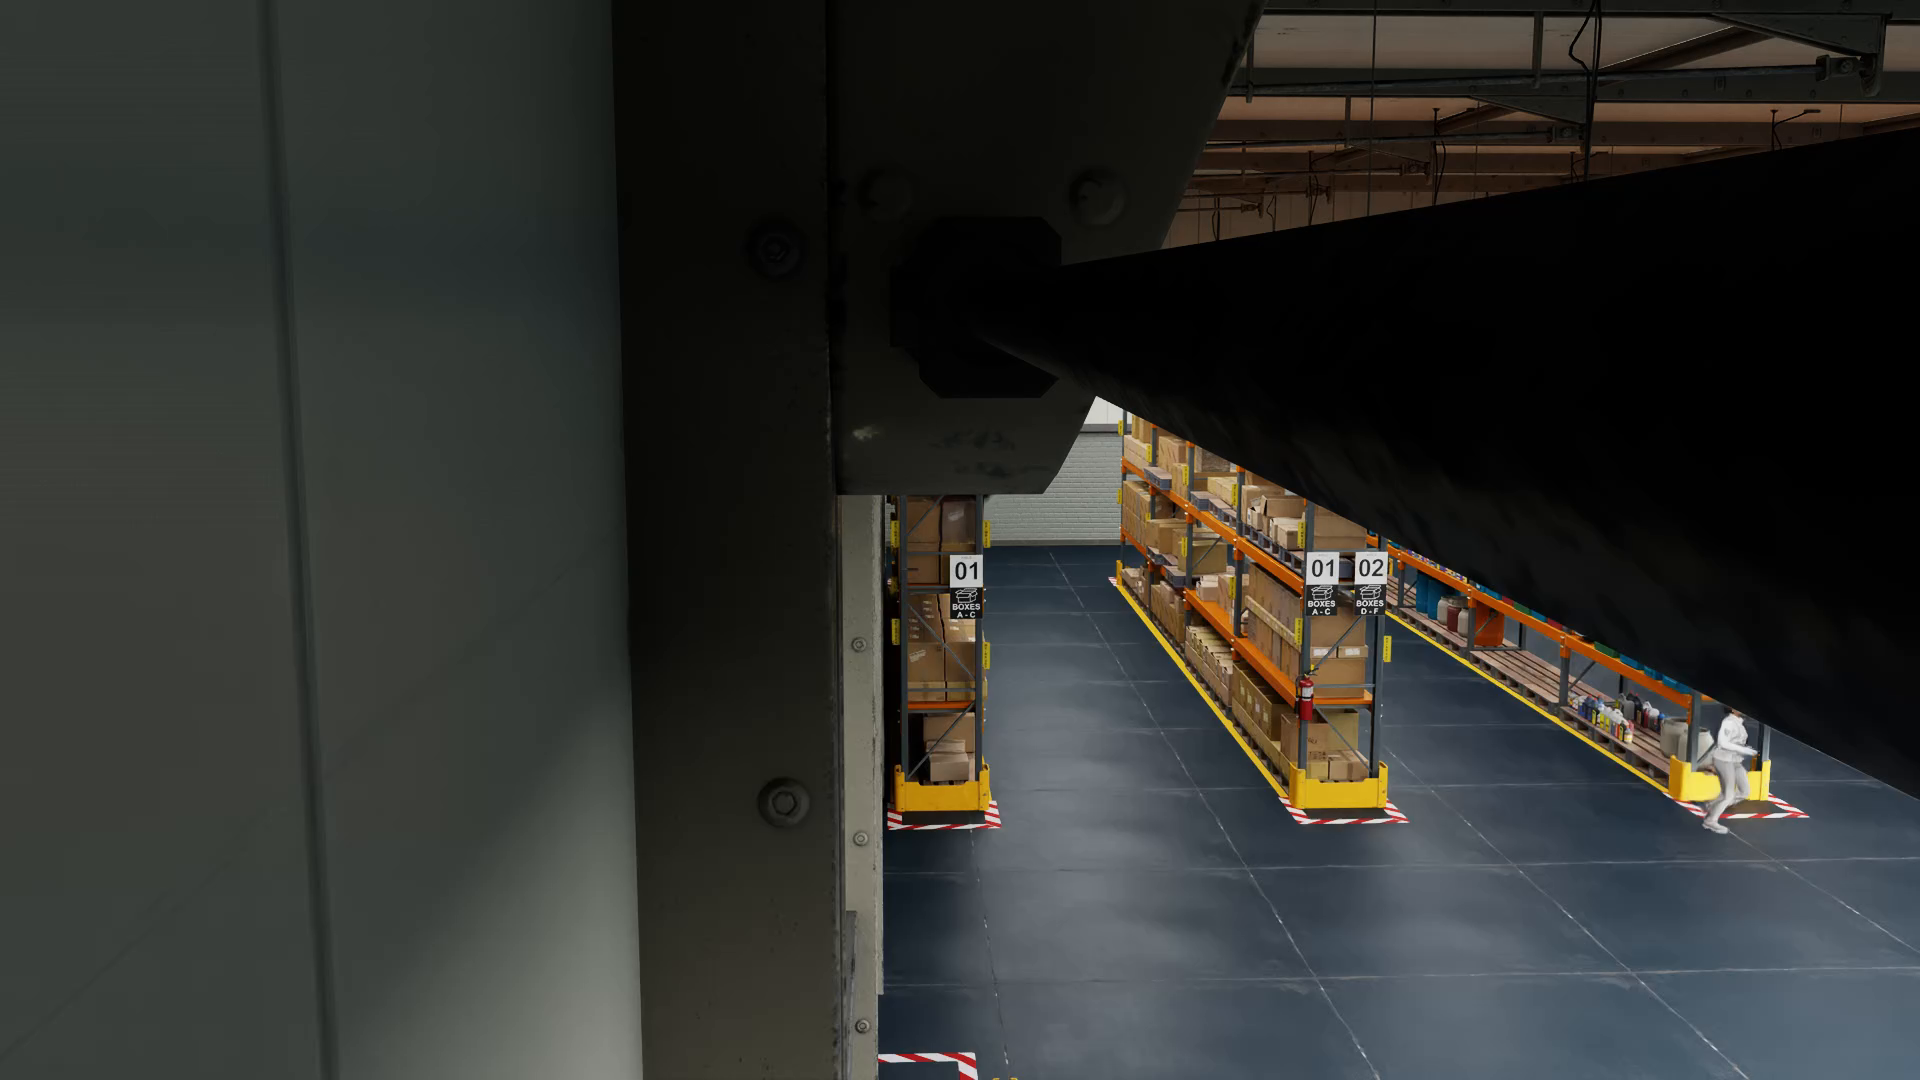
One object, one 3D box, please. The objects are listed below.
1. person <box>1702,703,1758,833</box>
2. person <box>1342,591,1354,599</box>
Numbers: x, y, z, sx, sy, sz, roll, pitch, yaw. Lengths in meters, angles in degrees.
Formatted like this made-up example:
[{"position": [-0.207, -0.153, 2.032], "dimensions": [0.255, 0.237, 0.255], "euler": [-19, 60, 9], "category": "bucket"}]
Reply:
[{"position": [9.171, 2.629, 19.694], "dimensions": [0.556, 1.647, 0.632], "euler": [7, 11, 40], "category": "person"}, {"position": [6.518, 1.319, 28.461], "dimensions": [0.600, 1.731, 0.918], "euler": [-3, 9, -17], "category": "person"}]
